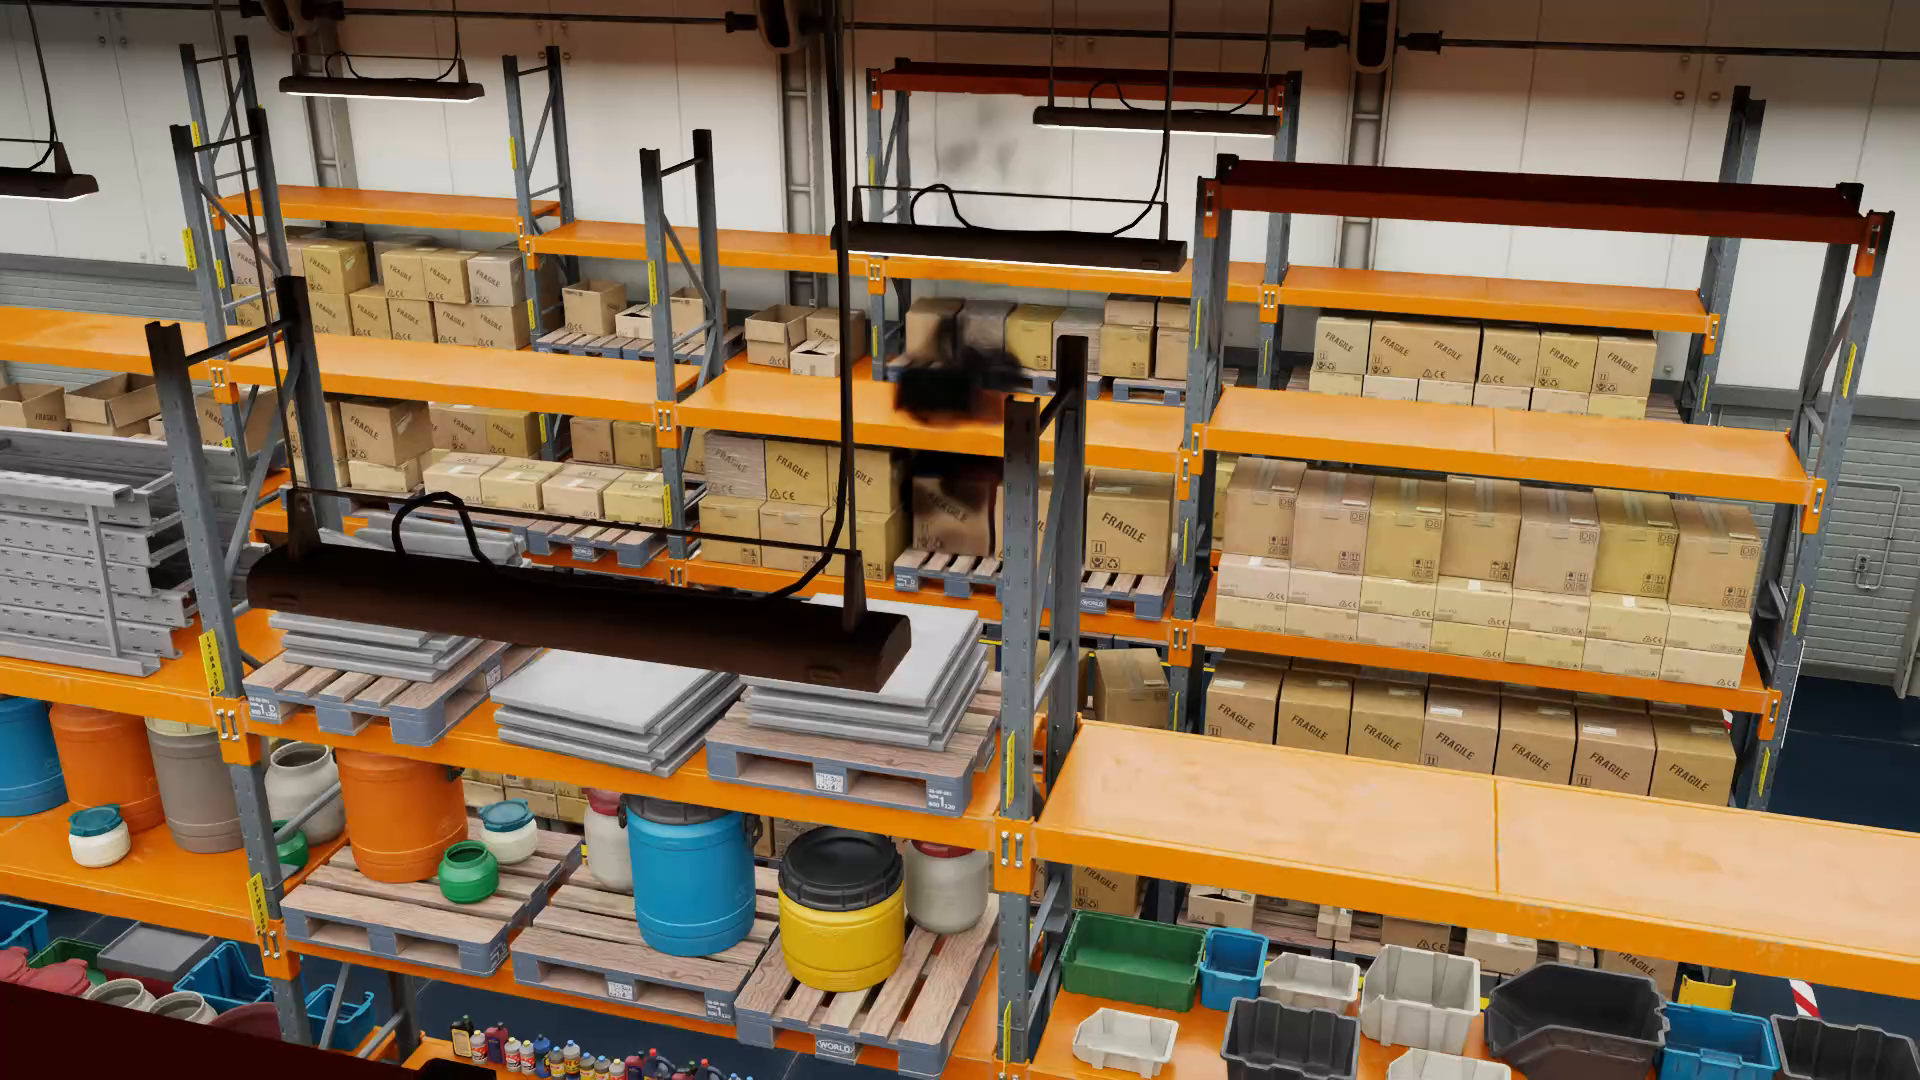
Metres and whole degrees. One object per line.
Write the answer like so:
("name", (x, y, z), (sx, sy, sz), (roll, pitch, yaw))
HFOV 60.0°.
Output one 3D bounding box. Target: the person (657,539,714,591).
("person", (-2.626, 0.734, 16.692), (0.890, 1.795, 0.640), (3, 23, 8))
